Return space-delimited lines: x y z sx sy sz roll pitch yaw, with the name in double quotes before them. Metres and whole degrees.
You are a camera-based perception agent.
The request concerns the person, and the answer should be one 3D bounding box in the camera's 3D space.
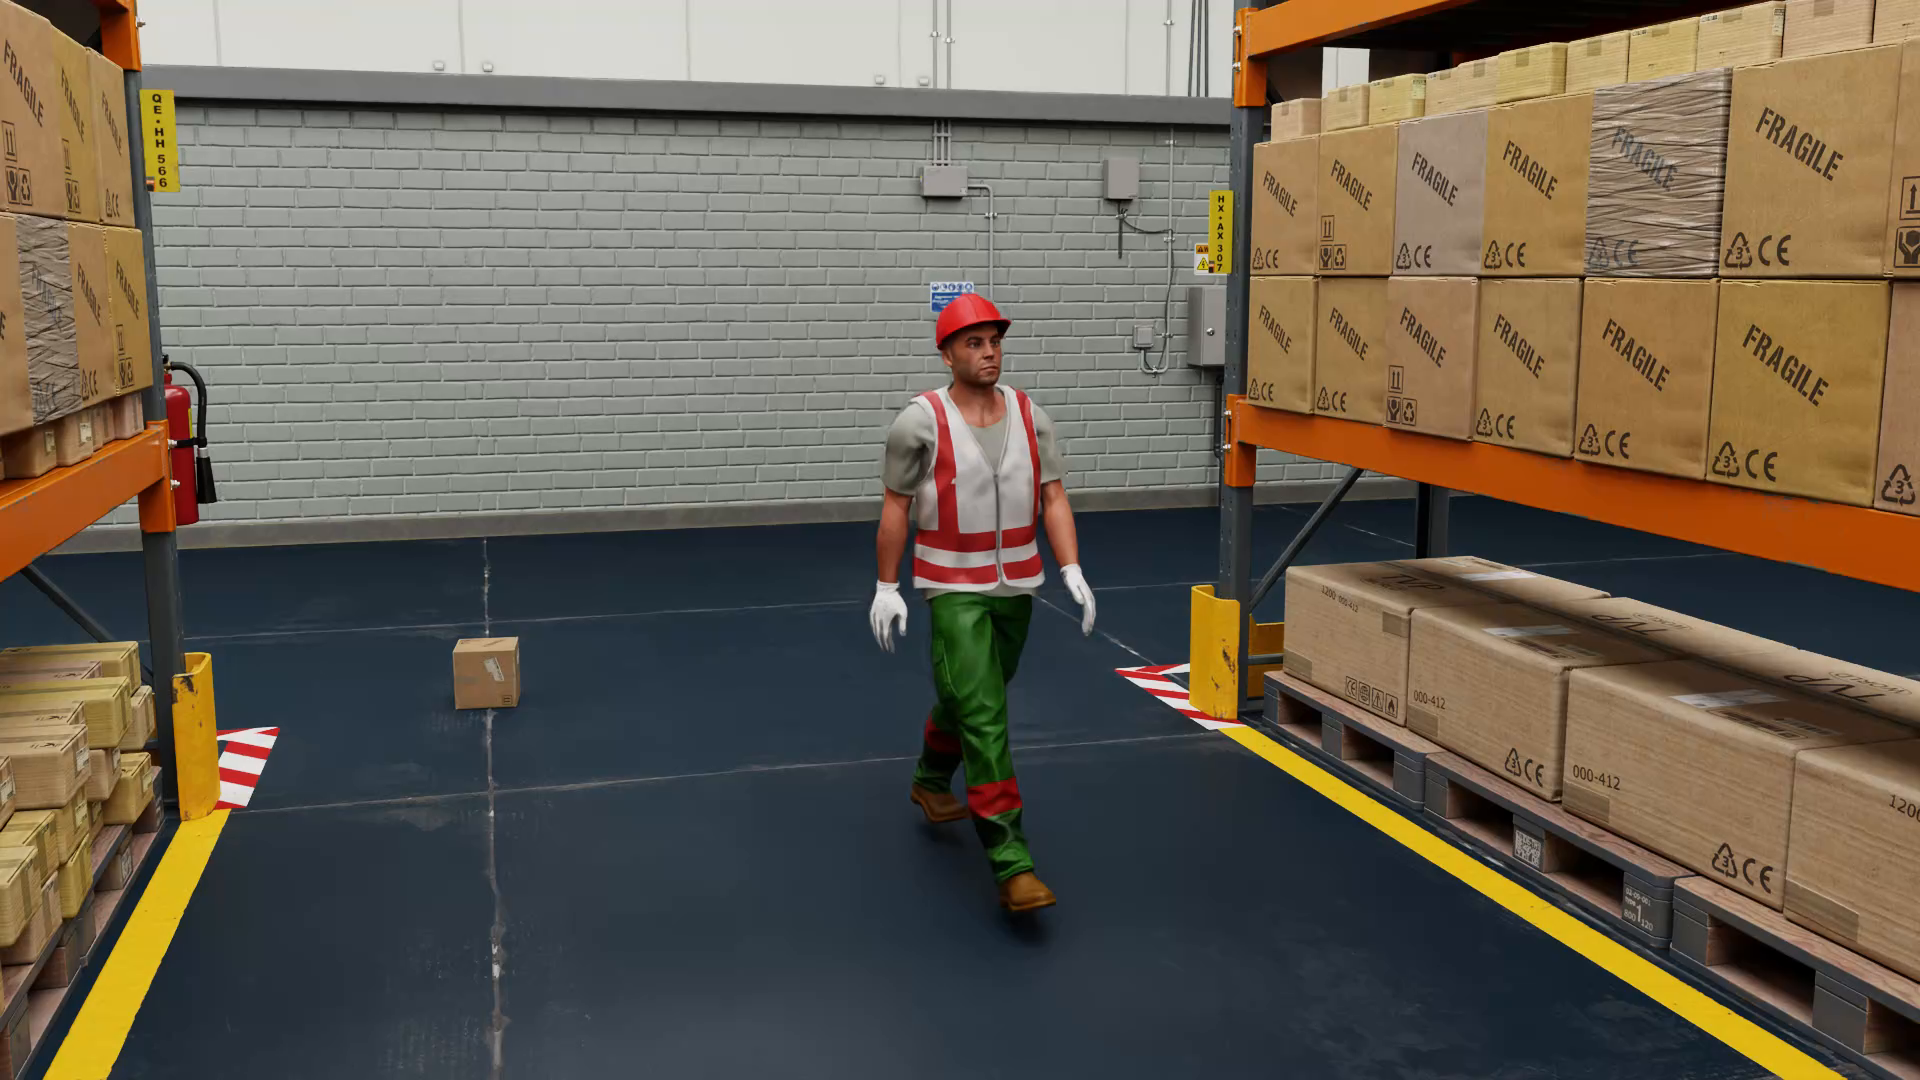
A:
"person" 0.073 0.146 4.923 0.569 1.734 1.108 -5 10 -28
